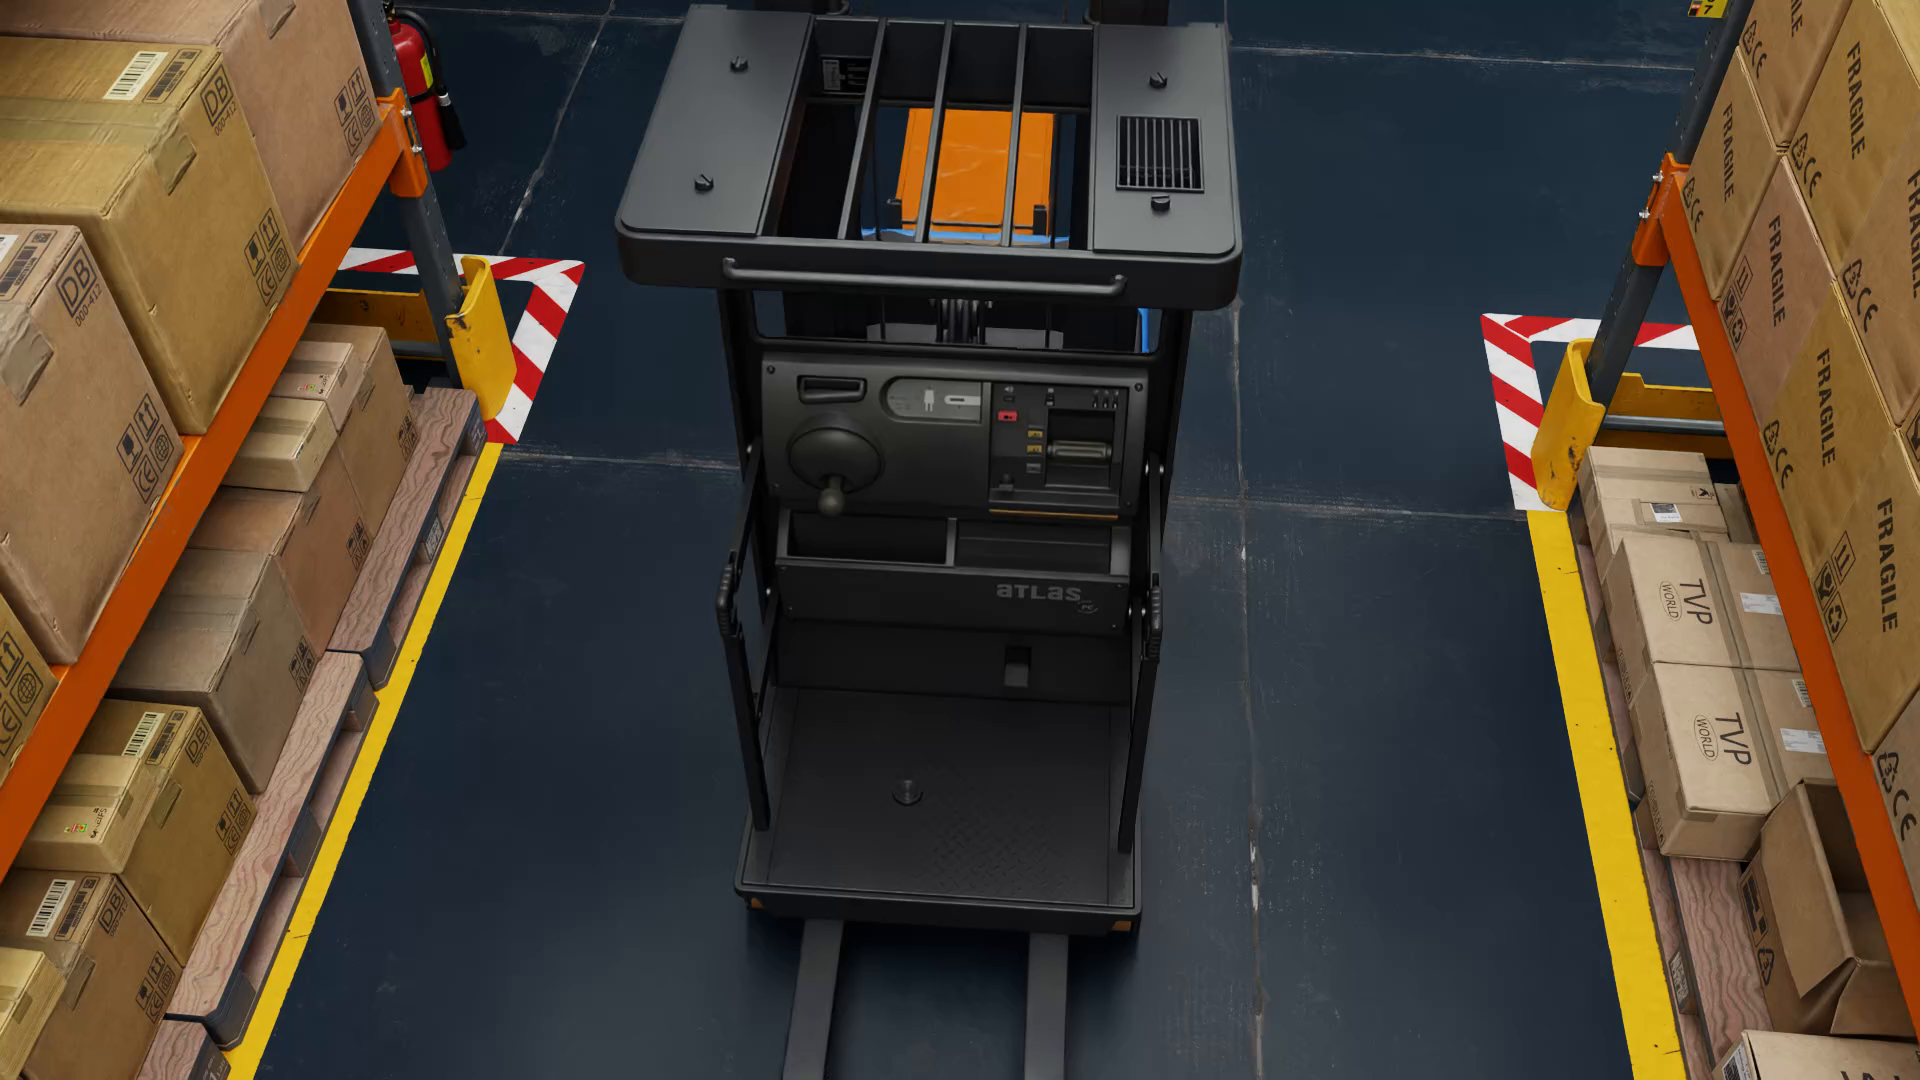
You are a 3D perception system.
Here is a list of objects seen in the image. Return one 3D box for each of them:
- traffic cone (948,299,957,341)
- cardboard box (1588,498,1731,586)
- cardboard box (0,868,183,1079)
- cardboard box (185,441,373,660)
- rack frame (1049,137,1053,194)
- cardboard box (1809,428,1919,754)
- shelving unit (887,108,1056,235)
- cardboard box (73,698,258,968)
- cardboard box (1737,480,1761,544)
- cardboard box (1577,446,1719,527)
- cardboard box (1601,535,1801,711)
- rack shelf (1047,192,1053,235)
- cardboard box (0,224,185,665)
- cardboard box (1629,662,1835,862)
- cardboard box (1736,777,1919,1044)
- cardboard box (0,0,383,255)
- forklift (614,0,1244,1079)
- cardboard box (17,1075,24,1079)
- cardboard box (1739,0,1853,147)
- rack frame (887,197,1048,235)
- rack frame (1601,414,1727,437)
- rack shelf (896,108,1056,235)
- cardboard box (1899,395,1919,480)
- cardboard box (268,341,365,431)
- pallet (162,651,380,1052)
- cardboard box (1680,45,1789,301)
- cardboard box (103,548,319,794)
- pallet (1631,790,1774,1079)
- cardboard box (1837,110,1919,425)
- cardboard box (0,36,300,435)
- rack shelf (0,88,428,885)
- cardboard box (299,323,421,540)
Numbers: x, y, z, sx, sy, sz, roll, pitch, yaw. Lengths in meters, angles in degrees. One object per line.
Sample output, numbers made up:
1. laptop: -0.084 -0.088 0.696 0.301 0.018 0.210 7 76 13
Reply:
1. traffic cone: -0.032 -0.228 4.490 0.062 1.202 0.307 4 48 4
2. cardboard box: 2.247 0.014 5.326 0.380 0.166 0.250 4 48 4
3. cardboard box: -2.428 1.137 4.087 0.700 0.500 0.500 3 48 3
4. cardboard box: -2.293 -0.002 5.128 0.700 0.500 0.500 4 48 3
5. rack frame: 0.095 -1.421 6.287 0.500 1.125 0.032 3 48 3
6. cardboard box: 2.210 0.128 3.533 0.500 0.500 0.500 4 48 4
7. shelving unit: 0.059 -1.046 5.945 0.538 1.125 1.048 3 48 3
8. cardboard box: -2.379 0.760 4.431 0.700 0.500 0.500 5 48 4
9. cardboard box: 2.846 -0.151 5.251 0.500 0.500 0.500 4 48 4
10. cardboard box: 2.270 -0.164 5.501 0.380 0.149 0.250 4 48 4
11. cardboard box: 2.273 0.265 5.040 0.500 0.250 0.500 4 48 4
12. rack shelf: 0.059 -0.881 6.125 0.538 0.278 1.000 3 48 3
13. cardboard box: -2.453 -0.223 3.718 0.980 0.700 0.700 2 48 2
14. cardboard box: 2.227 0.633 4.704 0.500 0.250 0.500 4 48 4
15. cardboard box: 2.452 0.990 4.205 0.797 0.503 0.637 4 48 4
16. cardboard box: -2.320 -1.318 4.720 0.980 0.700 0.700 6 48 5
17. forklift: -0.029 -0.141 3.893 1.130 2.935 3.031 3 48 3
18. cardboard box: -2.477 1.506 3.749 0.700 0.500 0.500 4 48 4
19. cardboard box: 2.347 -1.325 4.184 0.500 0.500 0.500 5 48 5
20. rack frame: 0.023 -0.672 5.603 0.500 1.125 0.032 3 48 3
21. rack frame: 2.647 -1.262 4.872 0.949 2.616 0.053 4 48 4
22. rack shelf: 0.059 -1.244 5.729 0.538 0.278 1.000 3 48 3
23. cardboard box: 2.211 -0.200 3.155 0.500 0.500 0.500 3 48 3
24. cardboard box: -2.078 -0.482 5.128 0.380 0.149 0.250 3 48 3
25. pallet: -2.392 0.835 4.843 1.003 0.211 1.213 4 48 4
26. cardboard box: 2.347 -0.988 4.553 0.500 0.500 0.500 5 48 4
27. cardboard box: -2.338 0.368 4.790 0.700 0.500 0.500 2 48 2
28. pallet: 2.458 1.215 4.496 1.003 0.211 1.213 4 48 4
29. cardboard box: 2.257 -0.573 3.496 0.500 0.500 0.500 4 48 4
30. cardboard box: -2.375 -0.783 4.230 0.980 0.700 0.700 4 48 3
31. rack shelf: -2.465 0.120 4.095 1.077 0.370 4.000 4 48 4
32. cardboard box: -2.247 -0.370 5.465 0.700 0.500 0.500 4 48 4
